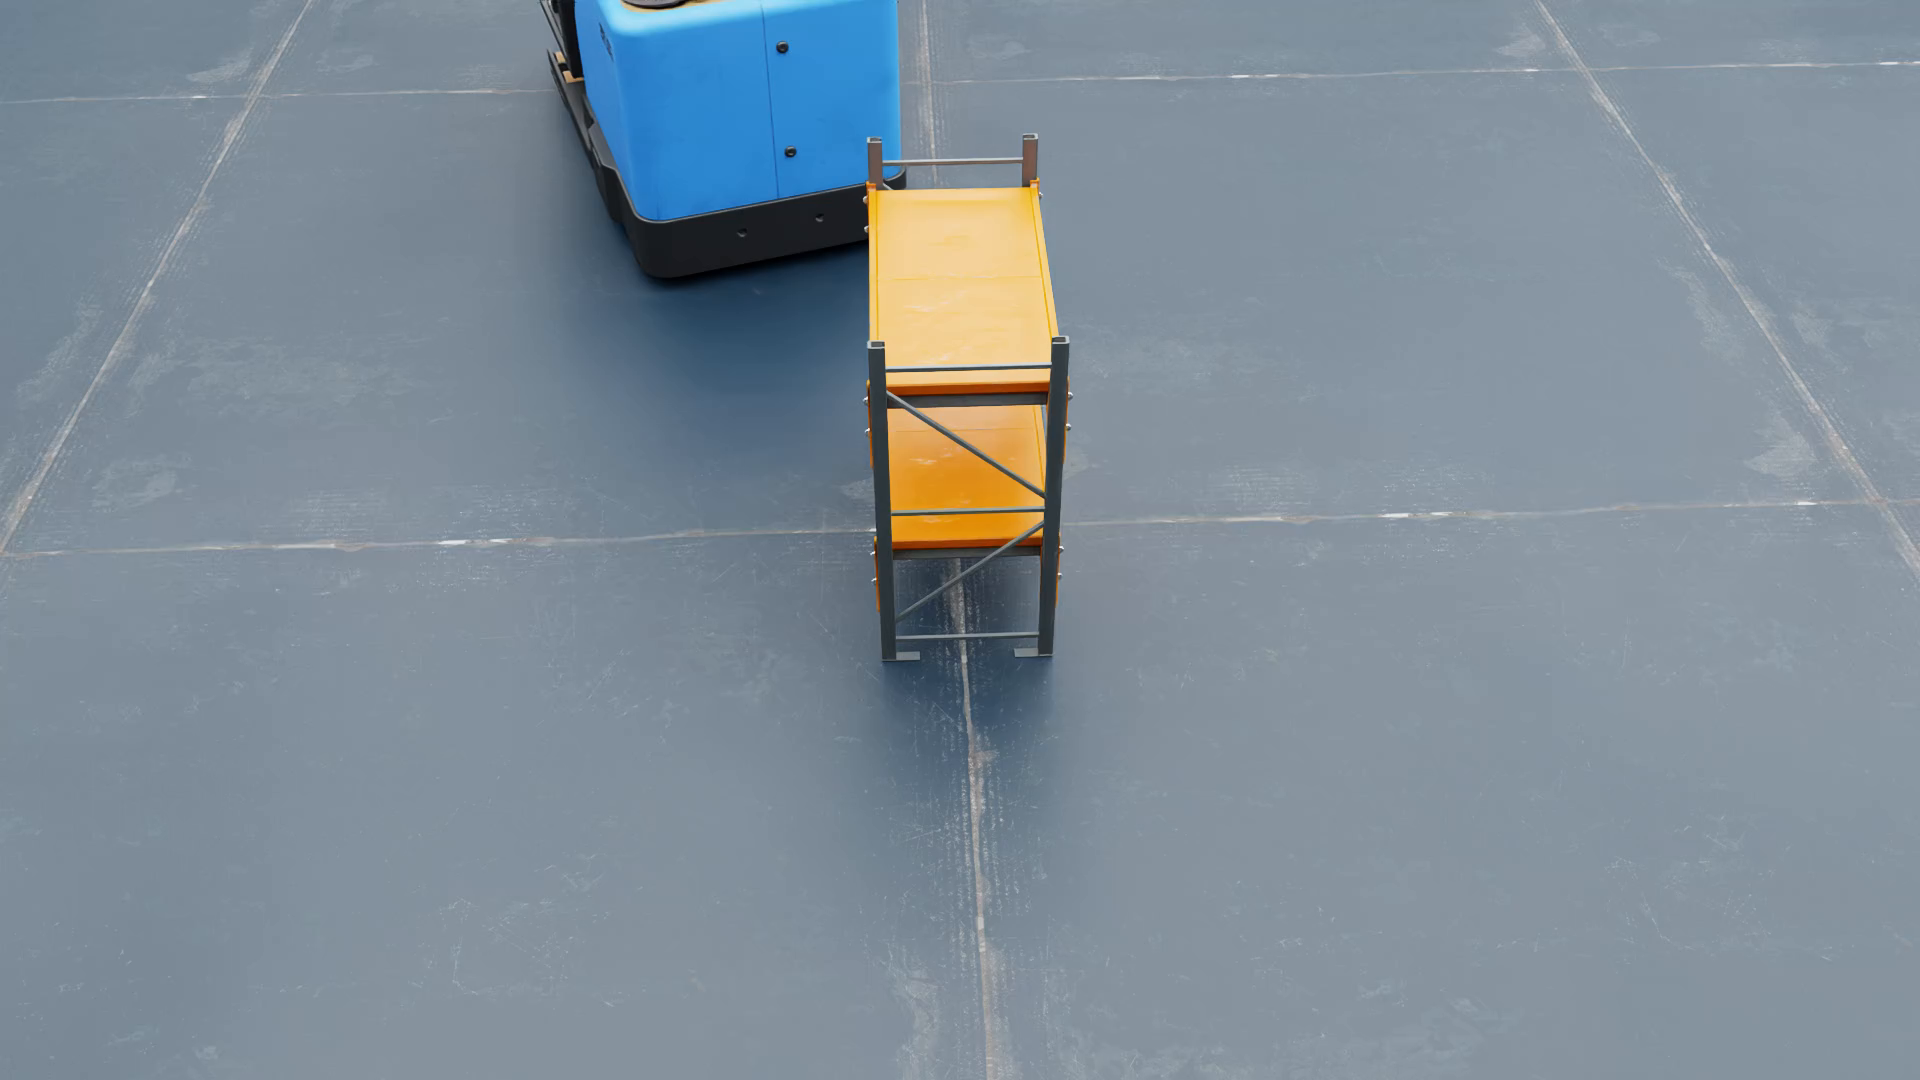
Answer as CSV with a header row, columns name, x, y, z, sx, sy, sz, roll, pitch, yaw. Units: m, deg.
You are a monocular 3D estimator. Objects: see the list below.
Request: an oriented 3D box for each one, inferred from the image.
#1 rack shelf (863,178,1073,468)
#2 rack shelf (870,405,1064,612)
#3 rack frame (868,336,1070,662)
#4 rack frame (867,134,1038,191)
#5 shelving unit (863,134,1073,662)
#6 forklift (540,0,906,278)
name,x,y,z,sx,sy,sz,roll,pitch,yaw
rack shelf,0.000,-0.635,4.677,0.538,0.278,1.000,-2,43,-2
rack shelf,0.000,-0.239,5.040,0.538,0.278,1.000,-2,43,-2
rack frame,0.021,-0.076,4.500,0.500,1.125,0.032,-2,43,-2
rack frame,-0.022,-0.762,5.249,0.500,1.125,0.032,-2,43,-2
shelving unit,0.000,-0.419,4.875,0.538,1.125,1.048,-2,43,-2
forklift,-1.195,-3.066,6.426,1.130,2.935,3.031,-14,44,-15
